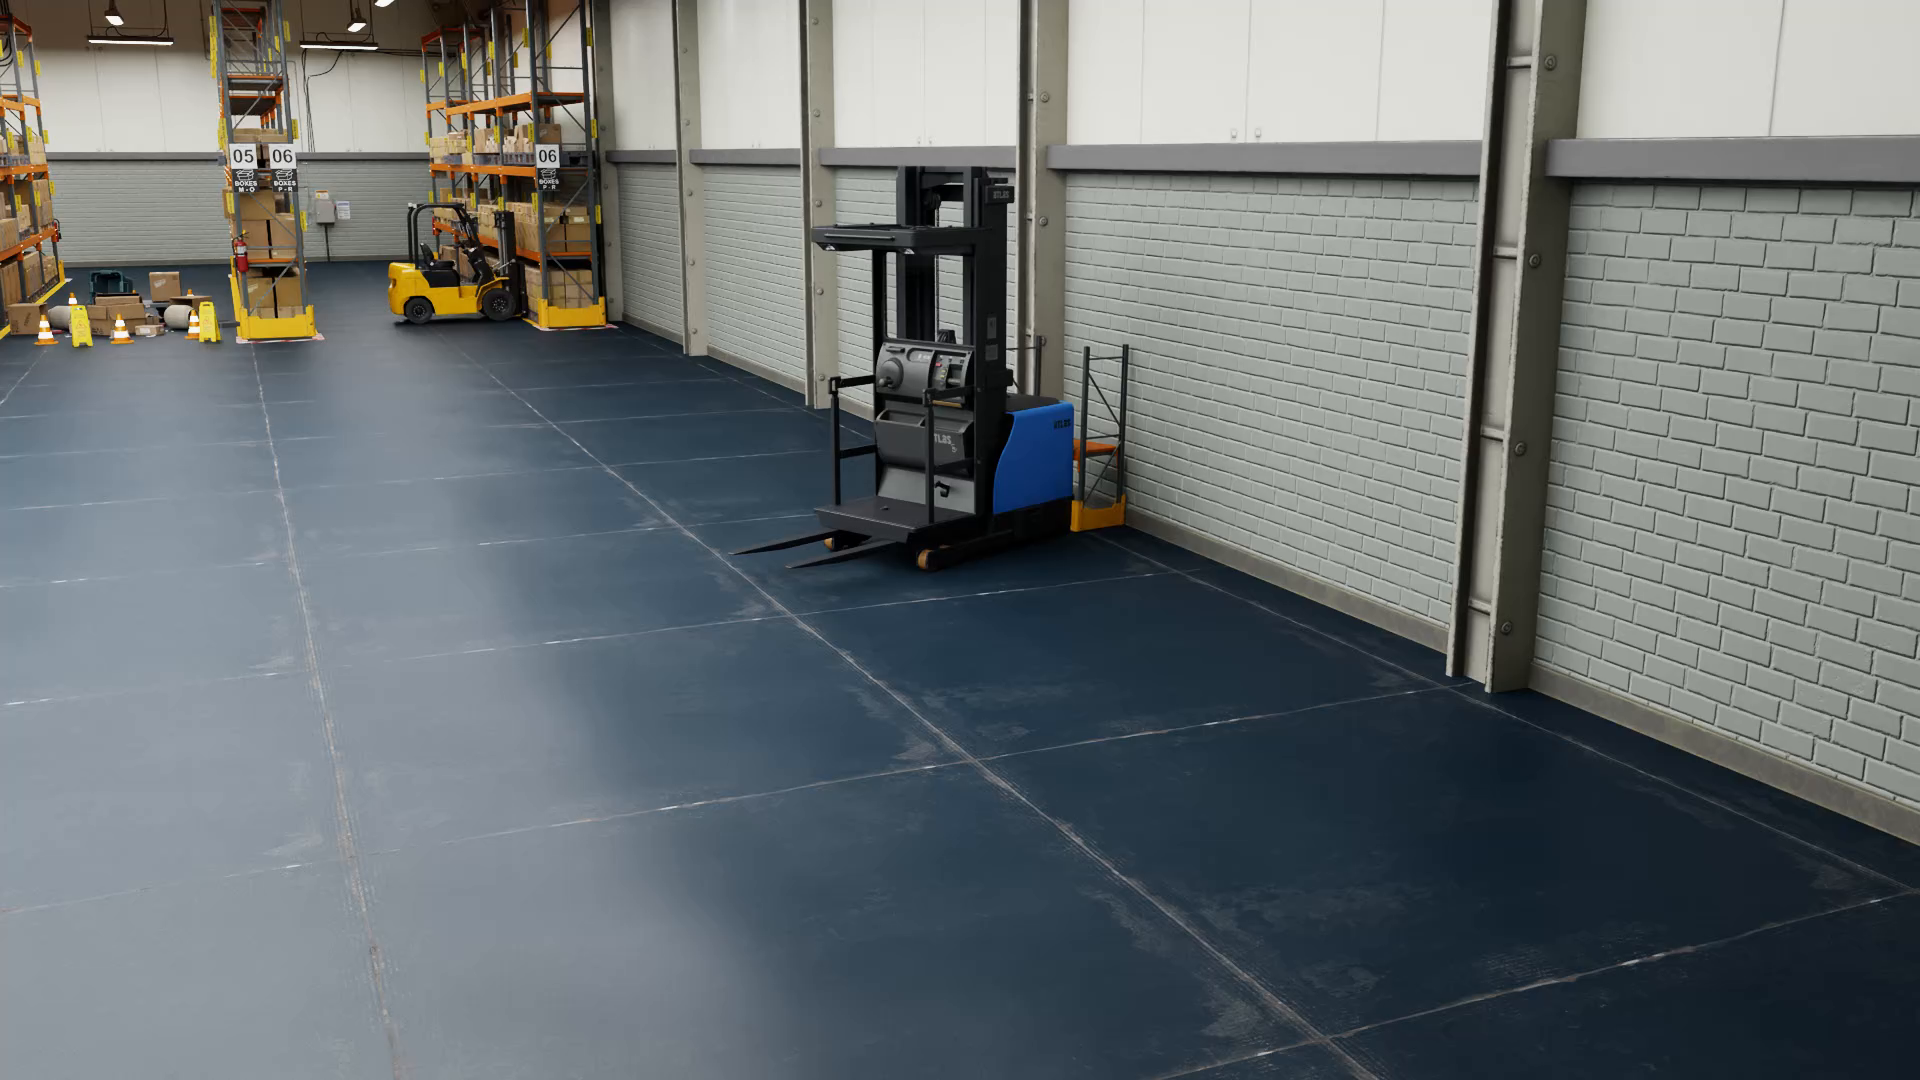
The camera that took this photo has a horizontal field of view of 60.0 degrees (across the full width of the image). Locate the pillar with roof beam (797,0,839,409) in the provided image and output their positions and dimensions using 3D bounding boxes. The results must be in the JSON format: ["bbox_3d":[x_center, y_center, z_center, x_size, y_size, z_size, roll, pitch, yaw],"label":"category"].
[{"bbox_3d":[-5.639,-5.648,17.816,9.100,9.000,0.400,-6,14,-23],"label":"pillar with roof beam"}]

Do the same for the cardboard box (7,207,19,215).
[{"bbox_3d":[-19.722,-6.806,34.429,0.380,0.149,0.250,-5,14,-20],"label":"cardboard box"}]

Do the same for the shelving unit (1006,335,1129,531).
[{"bbox_3d":[0.826,-0.923,13.978,0.587,1.500,1.083,-9,15,-41],"label":"shelving unit"}]

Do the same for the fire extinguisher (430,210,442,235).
[{"bbox_3d":[-13.940,-8.443,44.195,0.296,0.674,0.183,-6,14,-23],"label":"fire extinguisher"}]

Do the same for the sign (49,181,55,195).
[{"bbox_3d":[-21.982,-8.521,40.264,0.100,0.325,0.005,-6,14,-23],"label":"sign"}]

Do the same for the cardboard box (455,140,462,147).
[{"bbox_3d":[-11.467,-9.170,38.431,0.380,0.149,0.250,-6,14,-23],"label":"cardboard box"}]

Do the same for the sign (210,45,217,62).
[{"bbox_3d":[-15.306,-9.976,34.092,0.100,0.325,0.005,-6,14,-23],"label":"sign"}]

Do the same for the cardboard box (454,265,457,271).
[{"bbox_3d":[-12.347,-6.751,41.280,0.380,0.149,0.250,-6,14,-25],"label":"cardboard box"}]

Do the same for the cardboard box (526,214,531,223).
[{"bbox_3d":[-7.860,-5.991,30.944,0.380,0.149,0.250,-6,14,-25],"label":"cardboard box"}]

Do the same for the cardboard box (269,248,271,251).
[{"bbox_3d":[-12.563,-5.419,30.691,0.380,0.149,0.250,-6,14,-24],"label":"cardboard box"}]

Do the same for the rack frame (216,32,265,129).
[{"bbox_3d":[-18.004,-11.147,41.577,1.000,3.000,0.127,-6,14,-23],"label":"rack frame"}]

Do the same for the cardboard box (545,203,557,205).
[{"bbox_3d":[-7.907,-6.510,32.526,0.380,0.149,0.250,-6,14,-24],"label":"cardboard box"}]

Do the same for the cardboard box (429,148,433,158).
[{"bbox_3d":[-13.530,-10.090,43.336,0.500,0.250,0.500,-6,14,-24],"label":"cardboard box"}]

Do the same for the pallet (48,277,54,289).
[{"bbox_3d":[-21.691,-5.960,38.651,1.003,0.211,1.213,-6,14,-23],"label":"pallet"}]

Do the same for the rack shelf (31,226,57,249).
[{"bbox_3d":[-21.698,-6.993,38.527,1.077,0.370,4.000,-6,14,-23],"label":"rack shelf"}]

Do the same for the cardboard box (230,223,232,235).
[{"bbox_3d":[-15.876,-6.892,36.829,0.500,0.250,0.500,-6,14,-24],"label":"cardboard box"}]

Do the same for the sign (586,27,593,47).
[{"bbox_3d":[-6.537,-8.872,29.322,0.100,0.325,0.005,-6,14,-23],"label":"sign"}]

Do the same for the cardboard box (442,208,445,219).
[{"bbox_3d":[-12.890,-8.315,42.317,0.500,0.250,0.500,-6,14,-24],"label":"cardboard box"}]

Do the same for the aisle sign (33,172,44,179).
[{"bbox_3d":[-22.253,-9.065,40.120,0.394,0.787,0.004,-6,14,-23],"label":"aisle sign"}]

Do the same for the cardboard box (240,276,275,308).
[{"bbox_3d":[-12.155,-4.291,28.762,0.500,0.500,0.500,-6,14,-23],"label":"cardboard box"}]

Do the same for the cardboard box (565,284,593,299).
[{"bbox_3d":[-7.046,-4.592,30.618,0.500,0.250,0.500,-5,14,-22],"label":"cardboard box"}]

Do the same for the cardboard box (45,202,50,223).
[{"bbox_3d":[-21.670,-7.670,38.975,0.500,0.500,0.500,-6,14,-23],"label":"cardboard box"}]

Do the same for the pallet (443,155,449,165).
[{"bbox_3d":[-11.658,-9.076,39.696,1.213,0.211,1.003,-6,14,-23],"label":"pallet"}]

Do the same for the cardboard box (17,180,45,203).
[{"bbox_3d":[-21.453,-8.045,38.378,0.500,0.500,0.500,-6,14,-25],"label":"cardboard box"}]

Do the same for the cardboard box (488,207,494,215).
[{"bbox_3d":[-9.707,-6.919,34.951,0.380,0.149,0.250,-6,14,-24],"label":"cardboard box"}]

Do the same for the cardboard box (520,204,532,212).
[{"bbox_3d":[-8.206,-6.352,31.844,0.380,0.149,0.250,-6,14,-23],"label":"cardboard box"}]

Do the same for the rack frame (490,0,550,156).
[{"bbox_3d":[-8.650,-9.117,32.805,1.000,3.000,0.127,-6,14,-23],"label":"rack frame"}]

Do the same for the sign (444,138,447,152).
[{"bbox_3d":[-12.349,-9.510,40.008,0.100,0.325,0.005,-6,14,-23],"label":"sign"}]

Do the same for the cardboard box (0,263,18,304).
[{"bbox_3d":[-18.780,-4.898,31.938,1.050,0.750,0.750,-5,14,-22],"label":"cardboard box"}]

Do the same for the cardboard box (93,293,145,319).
[{"bbox_3d":[-15.000,-4.095,29.648,0.797,0.637,0.503,-6,14,-23],"label":"cardboard box"}]

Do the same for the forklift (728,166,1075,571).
[{"bbox_3d":[-0.417,-1.322,12.583,1.130,2.935,3.031,11,17,40],"label":"forklift"}]

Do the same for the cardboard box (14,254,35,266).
[{"bbox_3d":[-19.948,-5.936,35.314,0.500,0.250,0.500,-6,14,-25],"label":"cardboard box"}]

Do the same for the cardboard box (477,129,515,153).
[{"bbox_3d":[-9.892,-8.517,35.491,0.700,0.500,0.500,-6,14,-24],"label":"cardboard box"}]

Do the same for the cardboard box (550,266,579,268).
[{"bbox_3d":[-7.461,-5.044,31.459,0.500,0.250,0.500,-6,14,-23],"label":"cardboard box"}]

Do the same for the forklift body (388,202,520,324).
[{"bbox_3d":[-9.479,-5.181,30.987,2.313,2.155,1.214,-6,14,-23],"label":"forklift body"}]

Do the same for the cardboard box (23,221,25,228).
[{"bbox_3d":[-20.031,-6.679,35.202,0.380,0.149,0.250,-5,14,-21],"label":"cardboard box"}]

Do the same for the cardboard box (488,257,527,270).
[{"bbox_3d":[-9.746,-5.804,36.130,0.875,0.625,0.625,-5,14,-21],"label":"cardboard box"}]

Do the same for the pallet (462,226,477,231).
[{"bbox_3d":[-11.036,-7.329,38.808,1.003,0.211,1.213,-6,14,-23],"label":"pallet"}]

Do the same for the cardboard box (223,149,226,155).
[{"bbox_3d":[-15.370,-8.474,35.524,0.700,0.500,0.500,-6,15,-26],"label":"cardboard box"}]

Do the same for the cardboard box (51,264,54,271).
[{"bbox_3d":[-21.597,-6.421,39.191,0.380,0.149,0.250,-5,14,-22],"label":"cardboard box"}]

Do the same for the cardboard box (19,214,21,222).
[{"bbox_3d":[-19.821,-6.715,34.696,0.380,0.149,0.250,-6,14,-23],"label":"cardboard box"}]

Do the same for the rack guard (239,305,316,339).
[{"bbox_3d":[-11.625,-3.717,28.320,1.175,0.500,0.348,-6,14,-23],"label":"rack guard"}]

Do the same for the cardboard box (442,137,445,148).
[{"bbox_3d":[-12.489,-9.811,41.018,0.500,0.250,0.500,-6,14,-24],"label":"cardboard box"}]

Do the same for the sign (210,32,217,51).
[{"bbox_3d":[-13.703,-9.149,30.520,0.100,0.325,0.005,-6,14,-23],"label":"sign"}]

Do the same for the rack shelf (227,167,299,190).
[{"bbox_3d":[-12.396,-6.443,29.499,1.077,0.370,4.000,-6,14,-23],"label":"rack shelf"}]

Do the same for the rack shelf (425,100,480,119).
[{"bbox_3d":[-12.656,-10.831,41.813,1.077,0.370,4.000,-6,14,-23],"label":"rack shelf"}]

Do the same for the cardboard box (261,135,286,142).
[{"bbox_3d":[-11.550,-6.738,27.967,0.380,0.149,0.250,-6,14,-23],"label":"cardboard box"}]

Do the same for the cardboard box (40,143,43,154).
[{"bbox_3d":[-21.875,-9.211,39.085,0.500,0.250,0.500,-6,14,-24],"label":"cardboard box"}]

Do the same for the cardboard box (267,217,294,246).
[{"bbox_3d":[-11.946,-5.447,29.372,0.500,0.500,0.500,-6,14,-24],"label":"cardboard box"}]
